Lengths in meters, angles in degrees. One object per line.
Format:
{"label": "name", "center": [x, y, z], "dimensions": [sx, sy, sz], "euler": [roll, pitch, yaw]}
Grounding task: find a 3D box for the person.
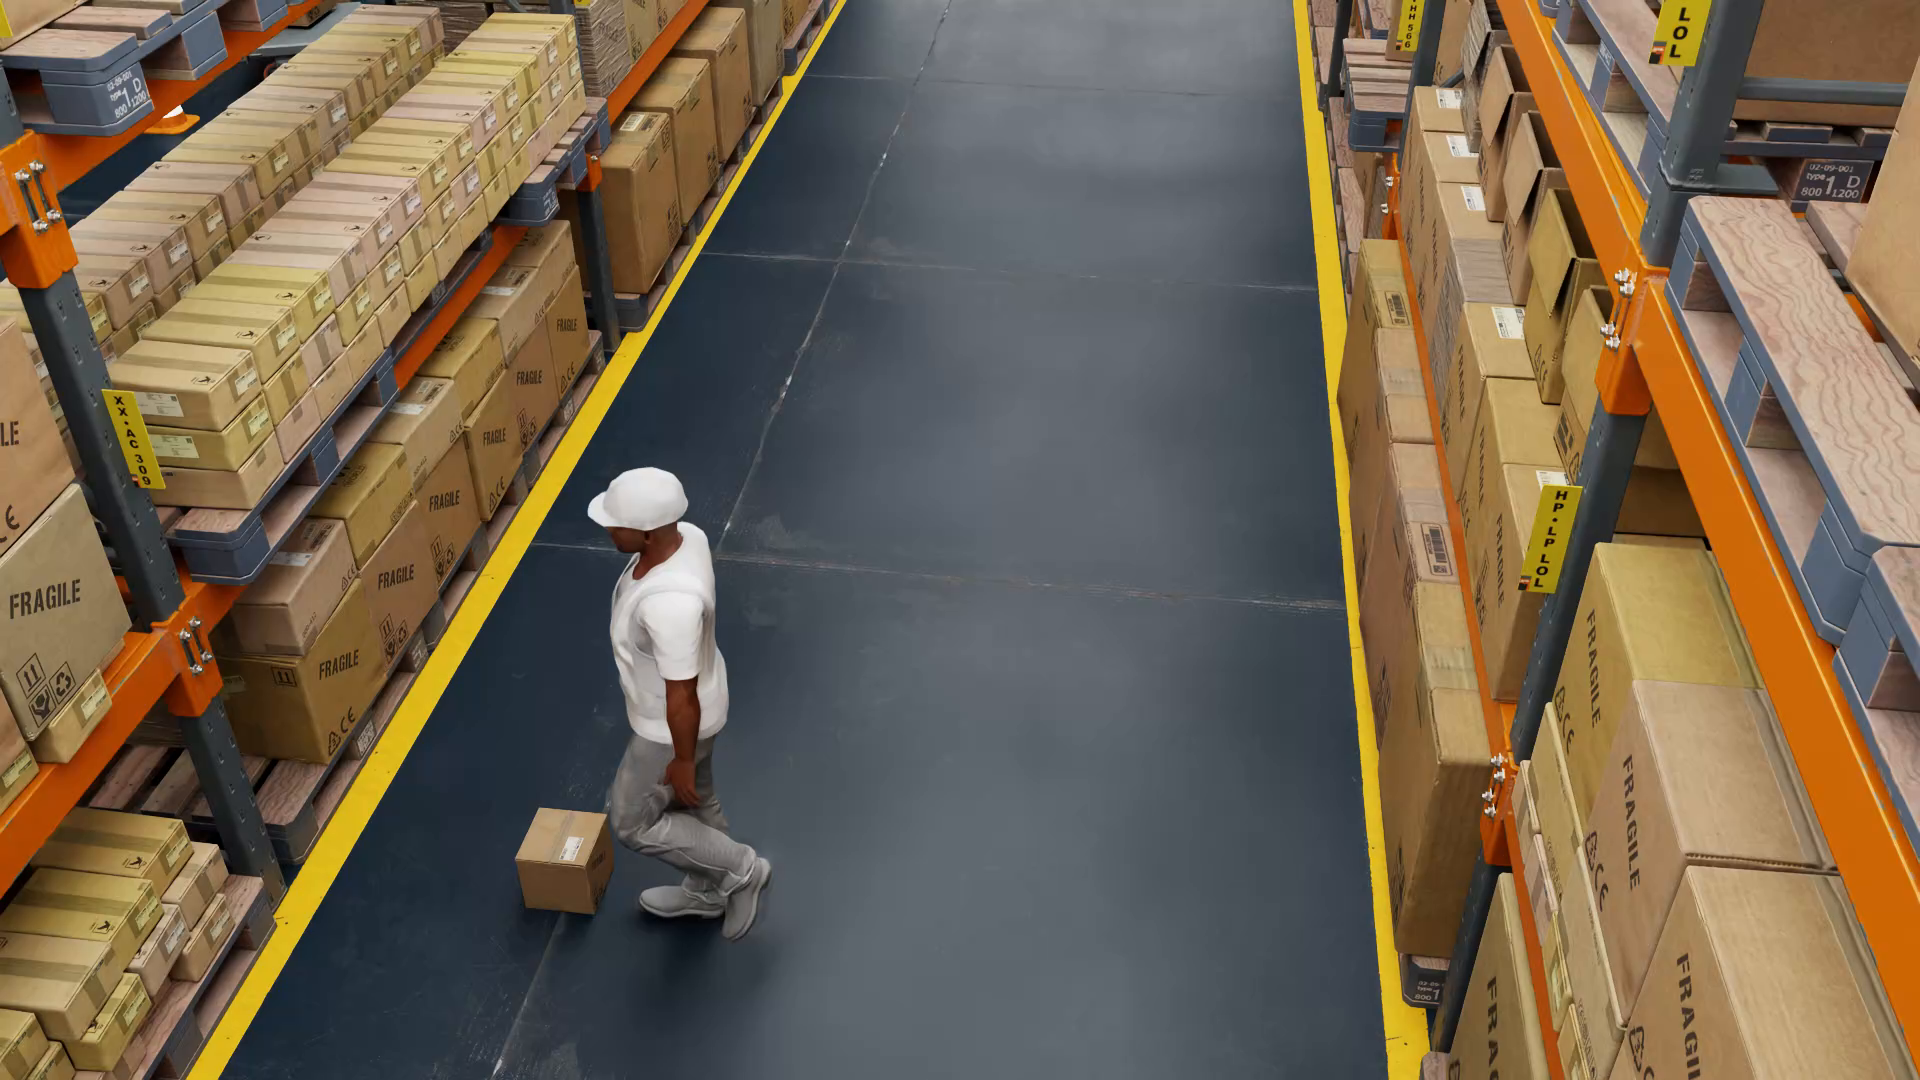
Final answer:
{"label": "person", "center": [-0.894, 0.543, 5.345], "dimensions": [0.497, 1.765, 0.645], "euler": [-3, 36, -4]}
